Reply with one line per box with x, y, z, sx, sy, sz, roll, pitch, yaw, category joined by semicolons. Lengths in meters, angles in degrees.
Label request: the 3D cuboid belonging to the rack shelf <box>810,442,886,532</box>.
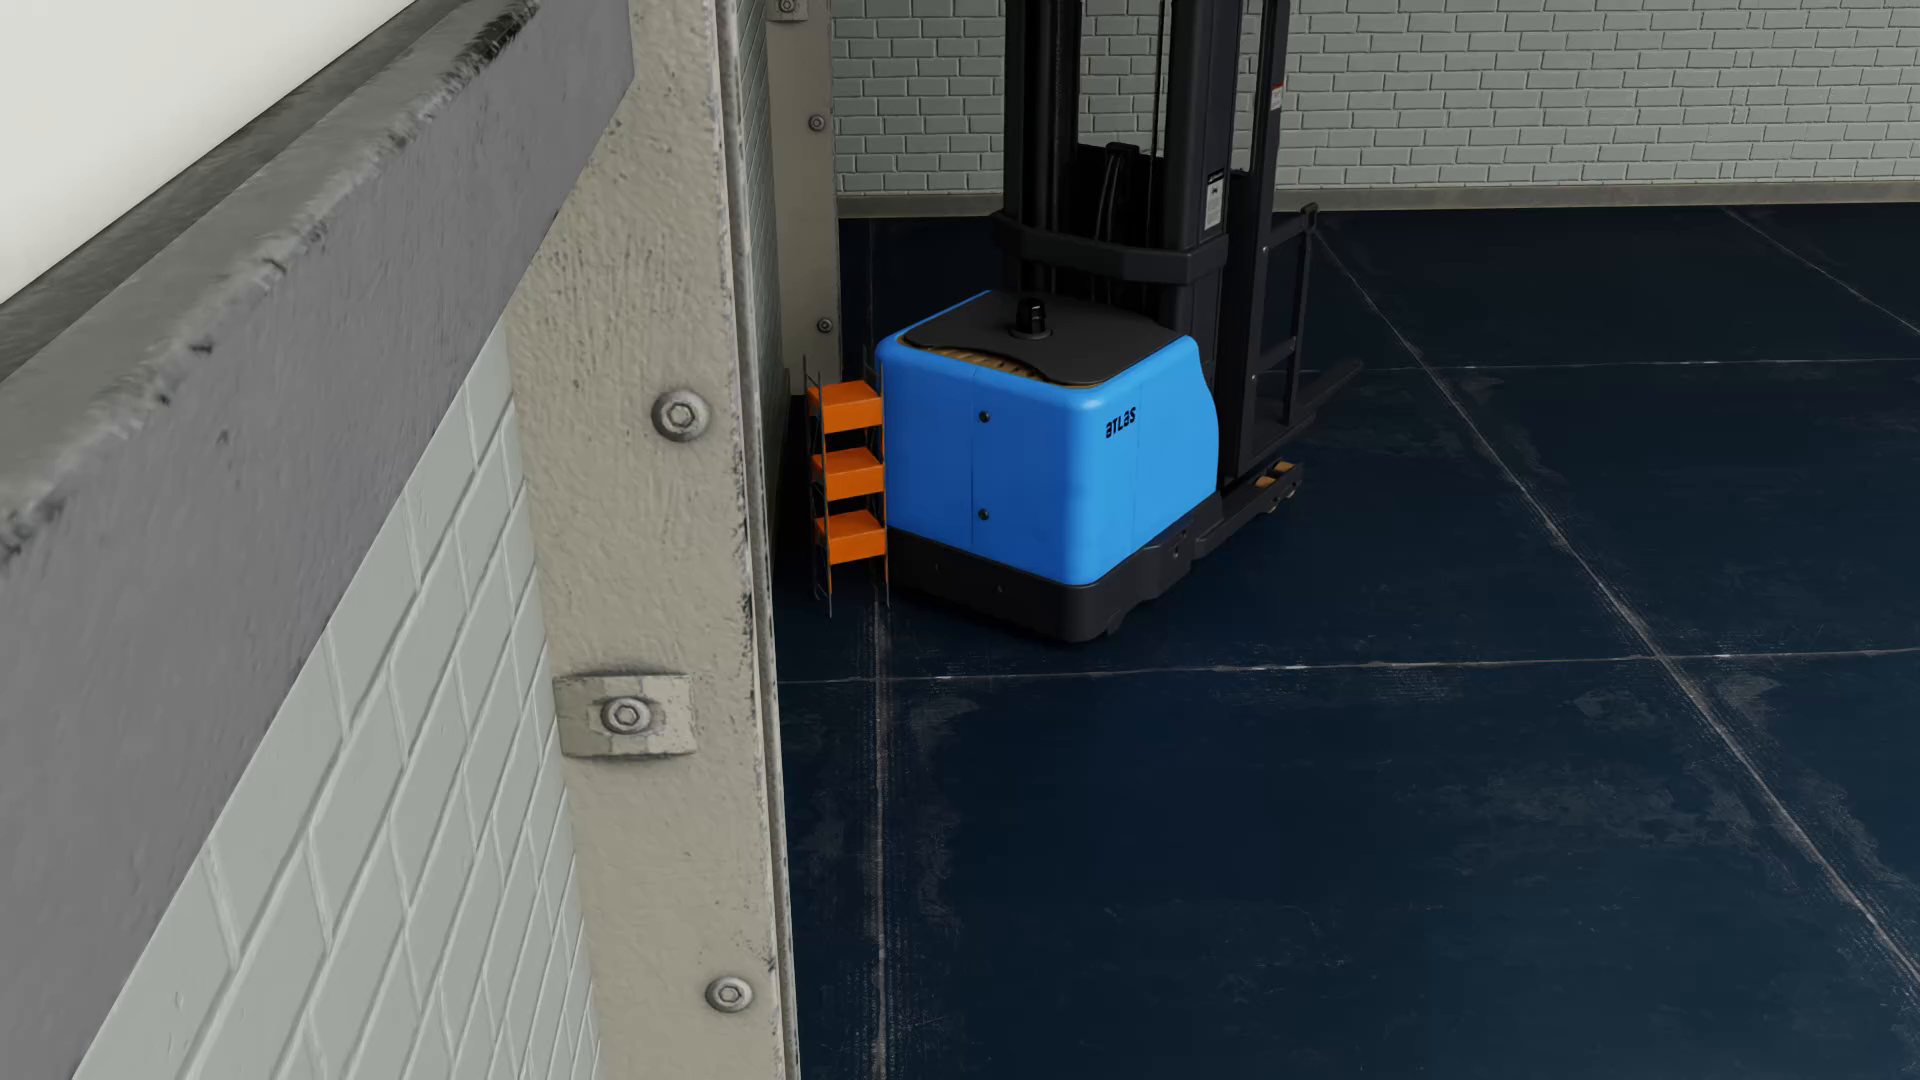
-0.444;-0.211;6.541;0.240;0.259;0.215;-11;29;-20;rack shelf

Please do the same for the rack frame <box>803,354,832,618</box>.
-0.557;-0.199;6.494;0.008;1.050;0.200;-11;29;-20;rack frame

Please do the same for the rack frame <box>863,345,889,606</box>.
-0.332;-0.243;6.579;0.008;1.050;0.200;-11;29;-20;rack frame

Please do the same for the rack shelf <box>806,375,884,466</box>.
-0.445;-0.463;6.411;0.240;0.259;0.215;-11;29;-20;rack shelf

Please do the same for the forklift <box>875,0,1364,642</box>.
0.919;-1.537;7.027;1.130;2.935;3.031;18;33;31;forklift

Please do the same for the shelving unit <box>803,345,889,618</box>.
-0.444;-0.221;6.536;0.252;1.050;0.215;-11;29;-20;shelving unit

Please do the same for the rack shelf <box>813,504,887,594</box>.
-0.444;0.036;6.669;0.240;0.259;0.215;-11;29;-20;rack shelf

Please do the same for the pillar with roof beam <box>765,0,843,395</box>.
3.519;-4.948;7.006;9.100;9.000;0.400;-1;28;-3;pillar with roof beam
